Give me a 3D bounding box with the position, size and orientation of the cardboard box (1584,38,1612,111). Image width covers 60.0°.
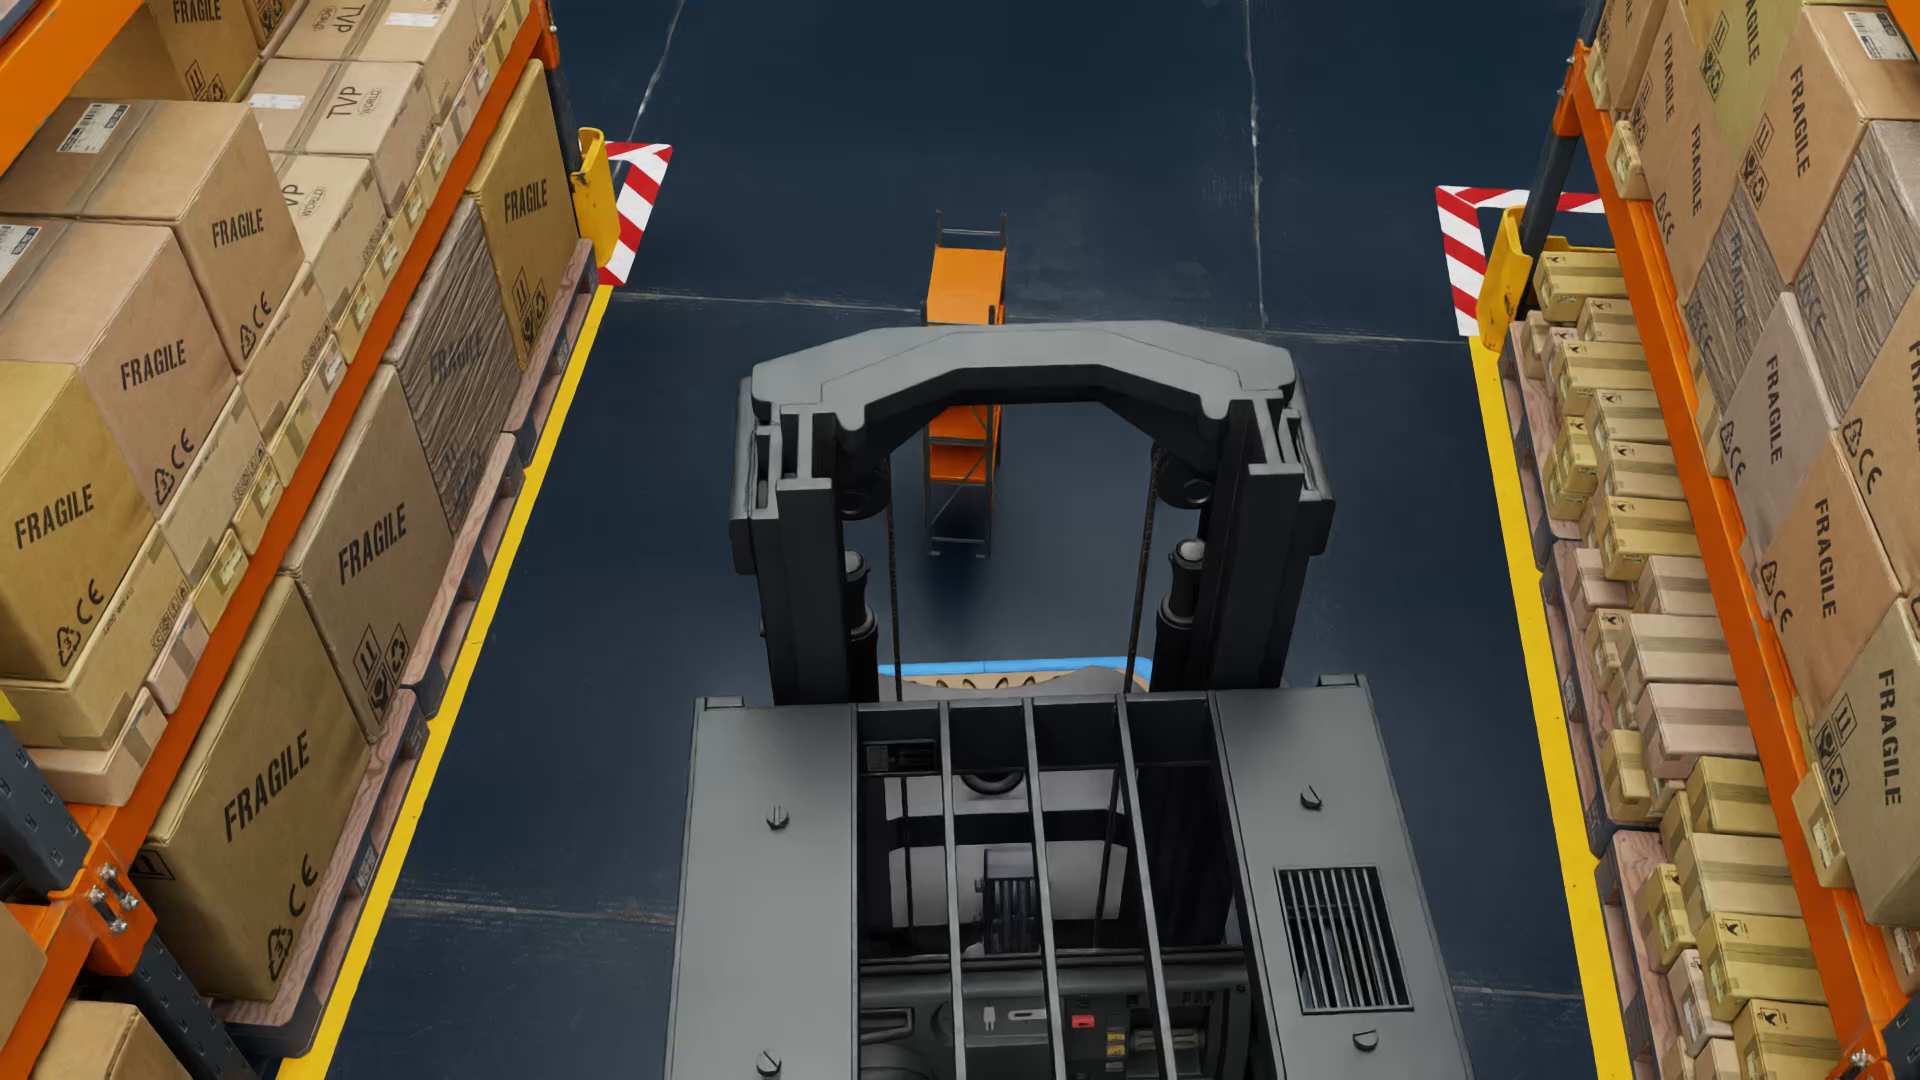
[{"bbox_3d":[2.443,-1.644,5.891,0.380,0.149,0.250,4,48,3],"label":"cardboard box"}]

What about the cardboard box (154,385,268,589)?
[{"bbox_3d":[-2.141,-0.155,4.259,0.500,0.250,0.500,4,48,3],"label":"cardboard box"}]

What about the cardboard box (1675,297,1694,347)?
[{"bbox_3d":[2.397,-0.683,5.012,0.380,0.149,0.250,3,48,3],"label":"cardboard box"}]

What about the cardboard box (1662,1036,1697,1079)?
[{"bbox_3d":[2.131,1.504,4.489,0.380,0.149,0.250,4,48,4],"label":"cardboard box"}]

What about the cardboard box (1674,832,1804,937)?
[{"bbox_3d":[2.207,0.962,4.582,0.380,0.149,0.250,3,48,3],"label":"cardboard box"}]

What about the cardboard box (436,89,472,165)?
[{"bbox_3d":[-1.905,-1.424,5.690,0.380,0.149,0.250,5,48,4],"label":"cardboard box"}]

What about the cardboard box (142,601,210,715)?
[{"bbox_3d":[-2.113,0.284,4.128,0.380,0.149,0.250,2,48,2],"label":"cardboard box"}]

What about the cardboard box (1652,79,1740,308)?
[{"bbox_3d":[2.403,-1.013,4.875,0.500,0.500,0.500,4,48,4],"label":"cardboard box"}]

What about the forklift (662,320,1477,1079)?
[{"bbox_3d":[0.131,1.151,3.211,1.130,2.935,3.031,-2,48,-2],"label":"forklift"}]

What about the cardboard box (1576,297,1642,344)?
[{"bbox_3d":[2.508,-0.752,6.149,0.380,0.149,0.250,5,48,4],"label":"cardboard box"}]

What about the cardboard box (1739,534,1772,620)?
[{"bbox_3d":[2.270,0.076,4.318,0.380,0.149,0.250,2,48,2],"label":"cardboard box"}]

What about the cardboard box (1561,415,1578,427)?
[{"bbox_3d":[2.475,-0.380,6.212,0.380,0.149,0.250,4,48,4],"label":"cardboard box"}]

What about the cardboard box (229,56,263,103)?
[{"bbox_3d":[-2.534,-1.316,5.321,0.500,0.250,0.500,2,48,2],"label":"cardboard box"}]

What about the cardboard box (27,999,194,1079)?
[{"bbox_3d":[-2.534,1.634,3.878,1.225,0.875,0.875,4,48,4],"label":"cardboard box"}]

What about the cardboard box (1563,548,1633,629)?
[{"bbox_3d":[2.305,0.172,5.707,0.380,0.149,0.250,2,48,2],"label":"cardboard box"}]

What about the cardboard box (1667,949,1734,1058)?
[{"bbox_3d":[2.159,1.262,4.508,0.380,0.149,0.250,2,48,2],"label":"cardboard box"}]

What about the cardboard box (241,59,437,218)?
[{"bbox_3d":[-2.004,-1.281,5.289,0.500,0.250,0.500,2,48,2],"label":"cardboard box"}]

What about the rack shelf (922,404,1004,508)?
[{"bbox_3d":[0.015,-0.347,6.115,0.258,0.148,0.480,4,48,4],"label":"rack shelf"}]

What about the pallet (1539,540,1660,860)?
[{"bbox_3d":[2.569,0.541,5.612,1.003,0.211,1.213,4,48,4],"label":"pallet"}]

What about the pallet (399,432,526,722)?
[{"bbox_3d":[-2.239,0.076,6.038,1.003,0.211,1.213,4,48,4],"label":"pallet"}]

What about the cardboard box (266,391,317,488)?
[{"bbox_3d":[-2.044,-0.291,4.654,0.380,0.149,0.250,3,48,3],"label":"cardboard box"}]

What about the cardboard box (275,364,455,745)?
[{"bbox_3d":[-2.273,0.021,5.353,0.875,0.875,0.875,4,48,4],"label":"cardboard box"}]

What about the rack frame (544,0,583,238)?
[{"bbox_3d":[-2.131,-2.352,6.369,1.000,3.000,0.127,4,48,4],"label":"rack frame"}]

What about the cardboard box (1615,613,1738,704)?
[{"bbox_3d":[2.254,0.372,5.121,0.380,0.149,0.250,2,48,2],"label":"cardboard box"}]

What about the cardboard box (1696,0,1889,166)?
[{"bbox_3d":[2.385,-1.352,4.507,0.500,0.500,0.500,3,48,3],"label":"cardboard box"}]

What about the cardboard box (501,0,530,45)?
[{"bbox_3d":[-1.835,-1.984,6.202,0.380,0.149,0.250,5,48,4],"label":"cardboard box"}]

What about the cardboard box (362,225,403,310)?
[{"bbox_3d":[-1.975,-0.860,5.174,0.380,0.149,0.250,5,48,4],"label":"cardboard box"}]

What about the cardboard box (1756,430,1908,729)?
[{"bbox_3d":[2.246,0.105,3.852,0.500,0.500,0.500,3,48,2],"label":"cardboard box"}]

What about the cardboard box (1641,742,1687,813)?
[{"bbox_3d":[2.290,0.698,5.025,0.380,0.149,0.250,5,48,4],"label":"cardboard box"}]

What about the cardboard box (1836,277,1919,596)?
[{"bbox_3d":[2.250,-0.221,3.472,0.500,0.500,0.500,3,48,2],"label":"cardboard box"}]

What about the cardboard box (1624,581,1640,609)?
[{"bbox_3d":[2.436,0.111,5.561,0.380,0.149,0.250,6,48,6],"label":"cardboard box"}]

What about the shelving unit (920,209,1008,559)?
[{"bbox_3d":[0.015,-0.527,5.919,0.258,1.200,0.503,4,48,4],"label":"shelving unit"}]

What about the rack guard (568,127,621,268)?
[{"bbox_3d":[-2.129,-1.526,7.307,1.175,0.500,0.348,4,48,4],"label":"rack guard"}]

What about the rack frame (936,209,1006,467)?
[{"bbox_3d":[0.037,-0.706,6.083,0.240,1.200,0.015,4,48,4],"label":"rack frame"}]

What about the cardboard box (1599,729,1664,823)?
[{"bbox_3d":[2.225,0.744,5.184,0.380,0.149,0.250,4,48,3],"label":"cardboard box"}]

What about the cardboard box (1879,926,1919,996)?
[{"bbox_3d":[2.228,0.854,3.606,0.380,0.149,0.250,3,48,3],"label":"cardboard box"}]

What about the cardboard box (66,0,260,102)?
[{"bbox_3d":[-2.530,-1.572,5.047,0.500,0.500,0.500,3,48,2],"label":"cardboard box"}]

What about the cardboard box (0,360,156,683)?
[{"bbox_3d":[-2.197,-0.051,3.655,0.500,0.500,0.500,4,48,4],"label":"cardboard box"}]

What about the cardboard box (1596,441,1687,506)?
[{"bbox_3d":[2.383,-0.184,5.630,0.380,0.149,0.250,6,48,5],"label":"cardboard box"}]

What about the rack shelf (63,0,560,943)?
[{"bbox_3d":[-2.313,-0.640,5.290,1.077,0.370,4.000,4,48,4],"label":"rack shelf"}]
